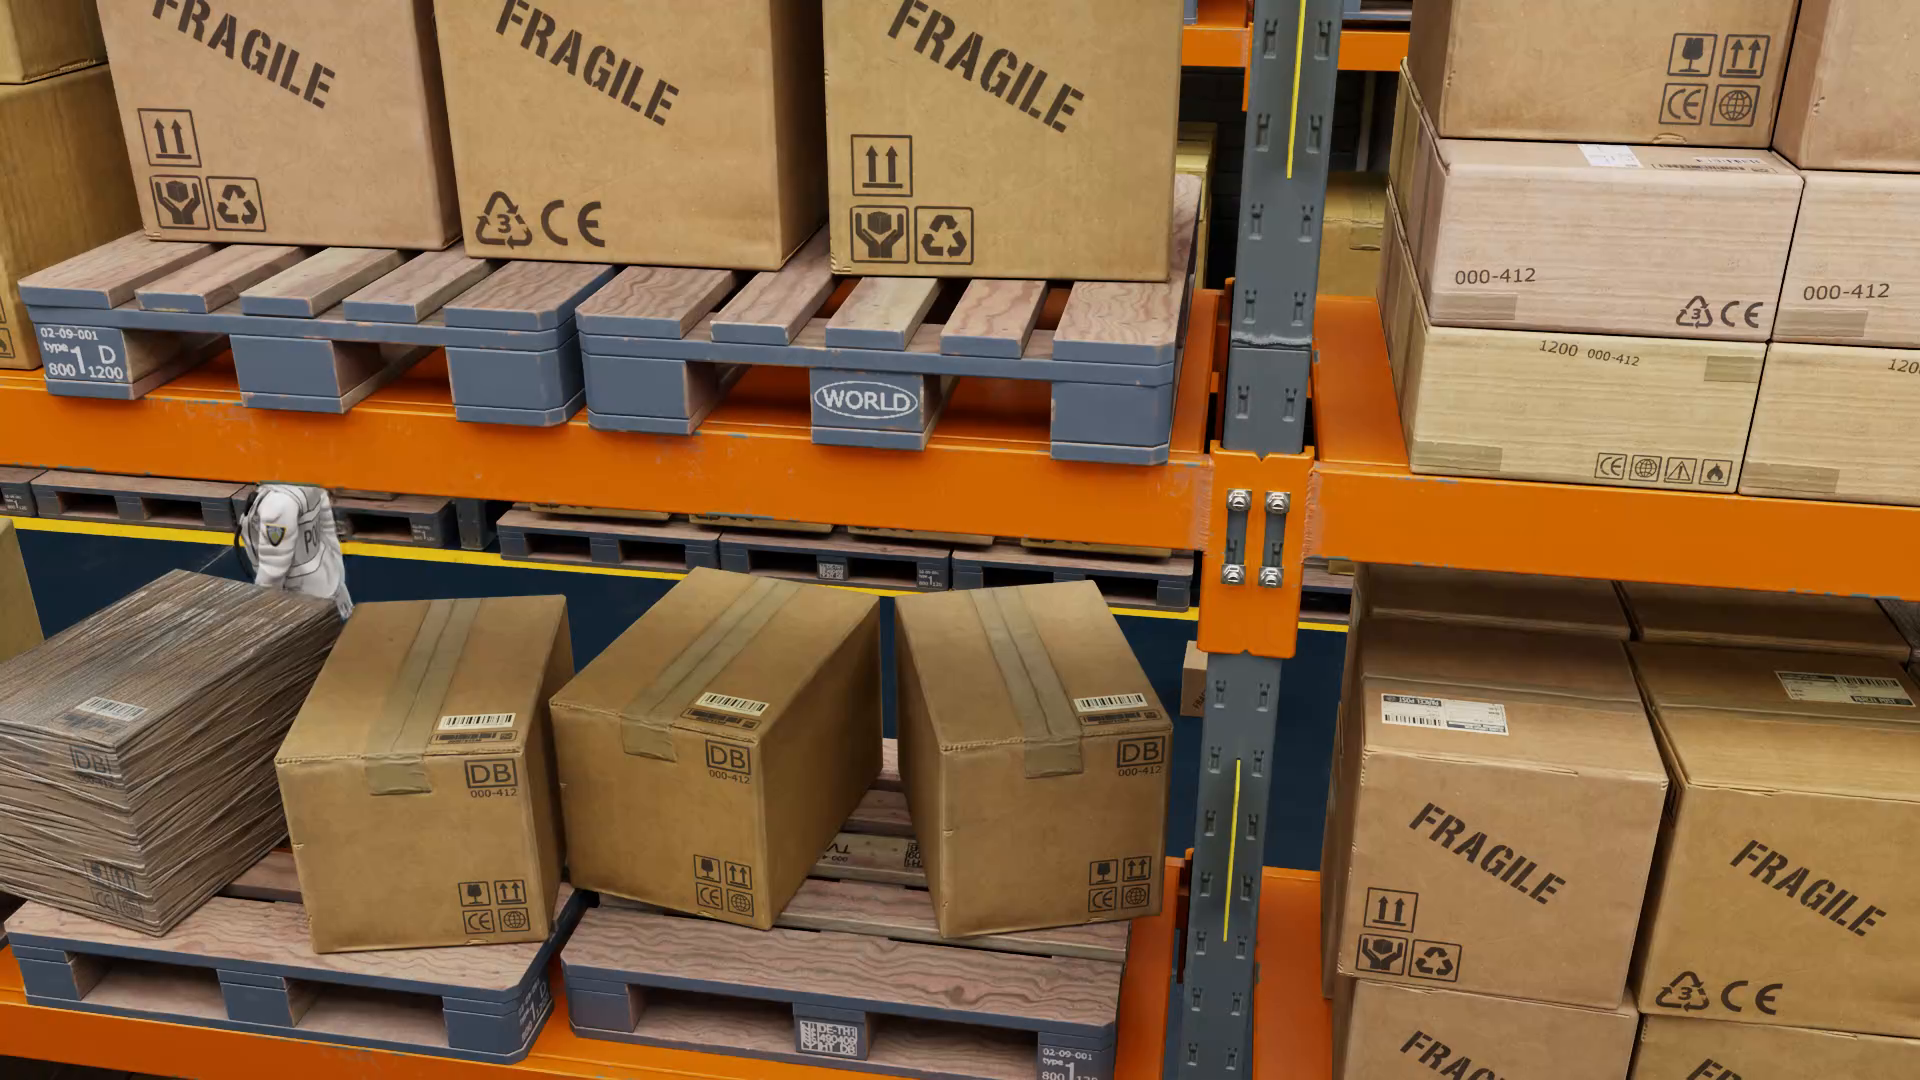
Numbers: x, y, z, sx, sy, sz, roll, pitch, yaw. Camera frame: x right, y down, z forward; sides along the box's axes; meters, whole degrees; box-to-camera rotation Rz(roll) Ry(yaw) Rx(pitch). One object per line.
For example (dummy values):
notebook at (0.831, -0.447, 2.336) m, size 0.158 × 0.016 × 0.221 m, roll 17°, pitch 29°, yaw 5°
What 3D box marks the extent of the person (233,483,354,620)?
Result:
person at (-2.615, 0.218, 6.595) m, size 1.009 × 1.639 × 0.481 m, roll -6°, pitch 26°, yaw -12°
